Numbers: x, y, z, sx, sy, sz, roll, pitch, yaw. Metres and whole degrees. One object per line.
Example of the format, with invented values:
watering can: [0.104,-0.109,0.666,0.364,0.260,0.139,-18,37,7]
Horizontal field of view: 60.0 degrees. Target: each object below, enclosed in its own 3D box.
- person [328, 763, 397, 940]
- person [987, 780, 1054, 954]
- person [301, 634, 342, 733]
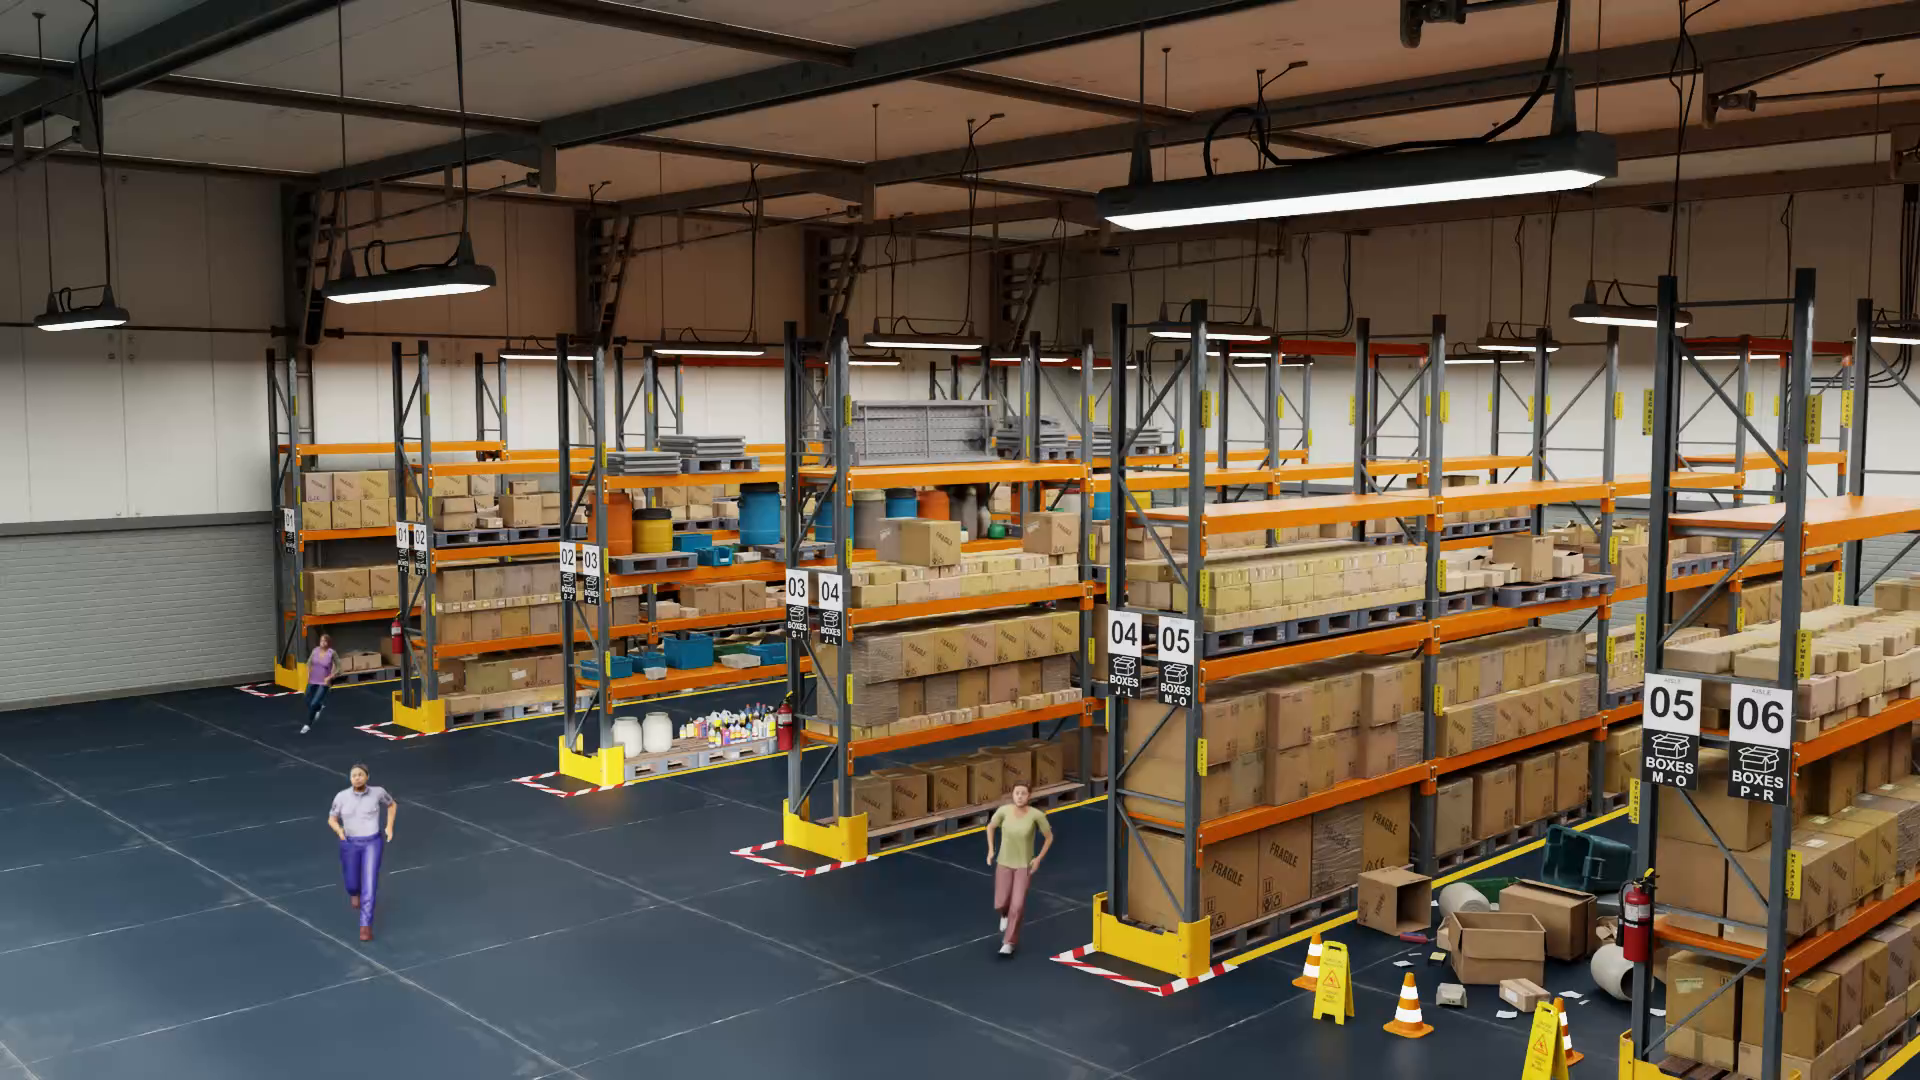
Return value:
person: [-5.779,2.983,16.100,0.621,1.578,0.932,-1,5,-16]
person: [0.560,3.020,15.526,0.631,1.624,0.590,1,5,12]
person: [-9.839,2.191,25.726,0.592,1.518,0.627,0,5,2]
